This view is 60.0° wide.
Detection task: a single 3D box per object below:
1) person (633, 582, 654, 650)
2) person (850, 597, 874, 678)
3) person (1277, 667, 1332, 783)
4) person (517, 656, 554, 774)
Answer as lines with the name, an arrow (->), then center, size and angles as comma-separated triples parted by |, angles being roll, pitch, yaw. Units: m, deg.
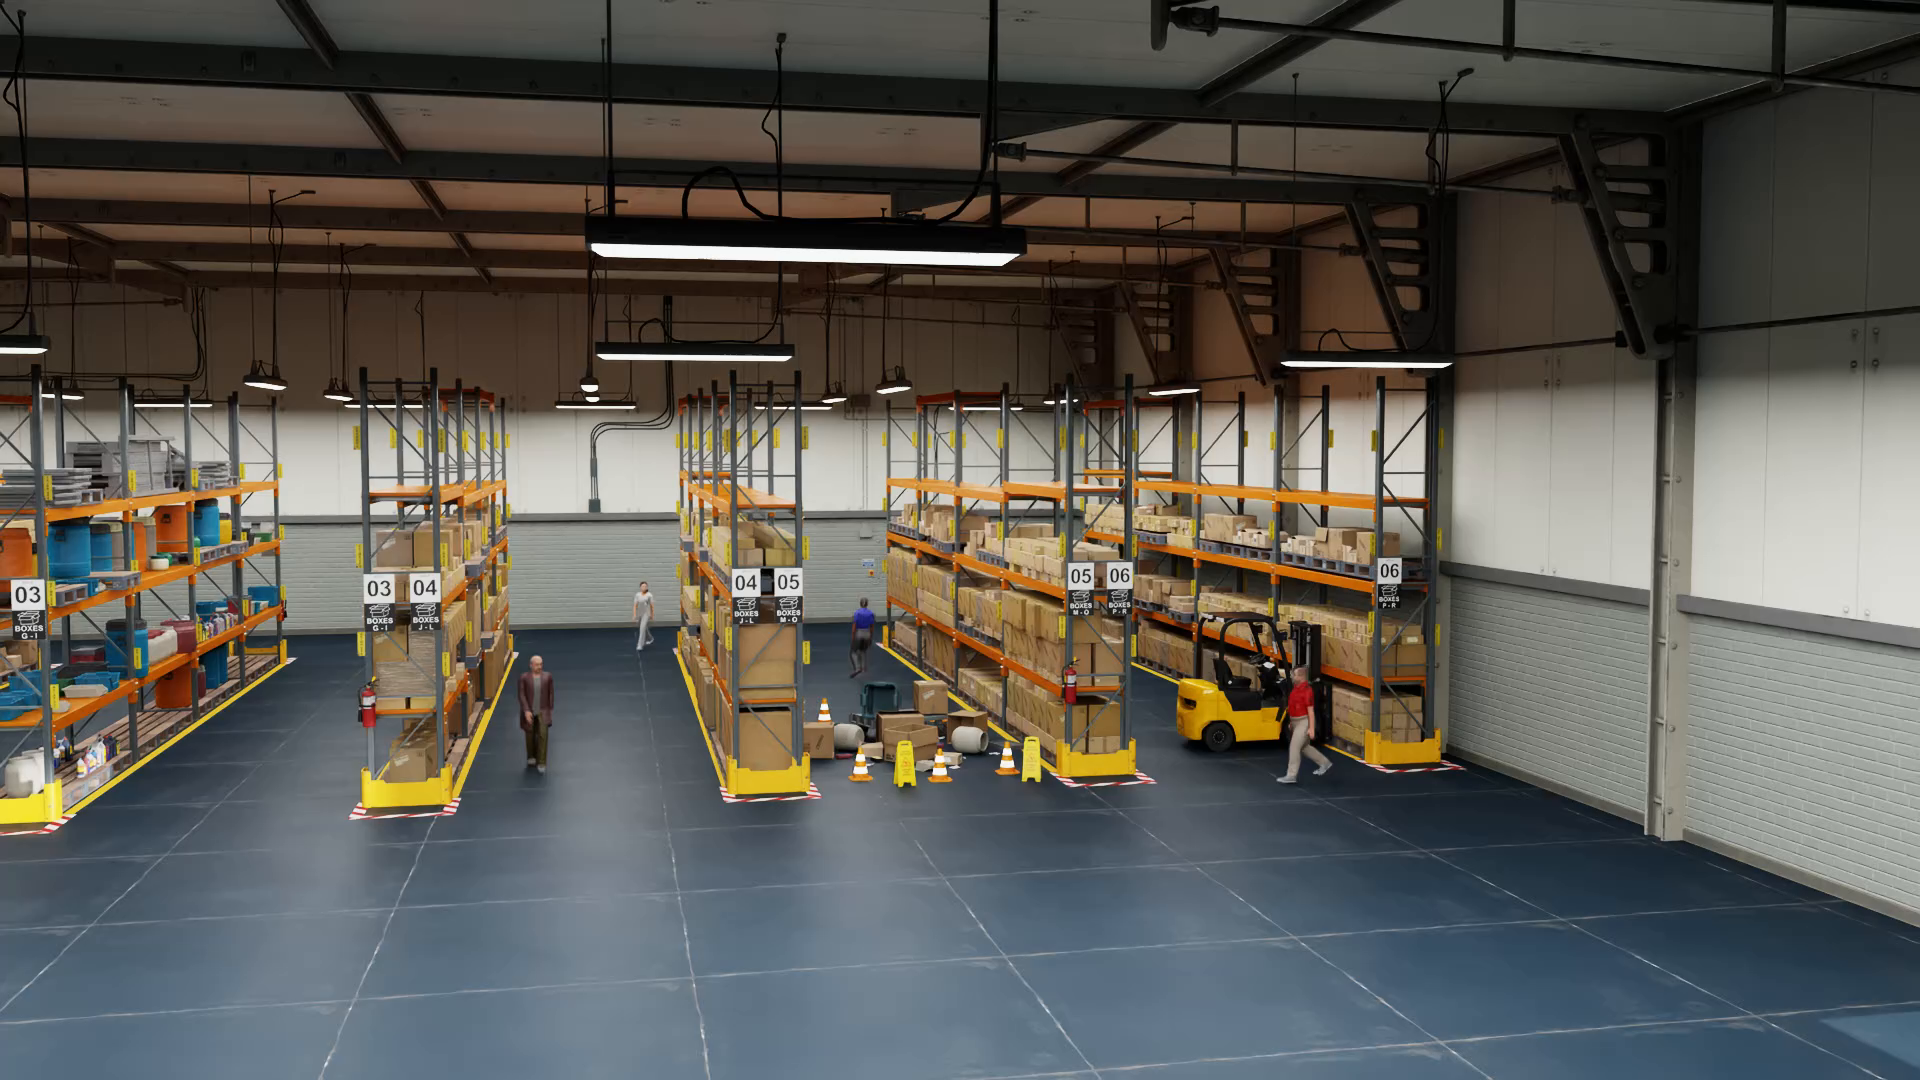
person -> -7.587, 1.801, 39.941 | 0.424, 1.615, 1.071 | 1, 4, 17
person -> -2.008, 1.985, 33.921 | 0.529, 1.636, 0.477 | -1, 4, -18
person -> 5.063, 2.696, 24.395 | 0.986, 1.683, 0.577 | -1, 4, -18
person -> -6.437, 2.620, 25.274 | 0.562, 1.730, 1.037 | -1, 4, -21
